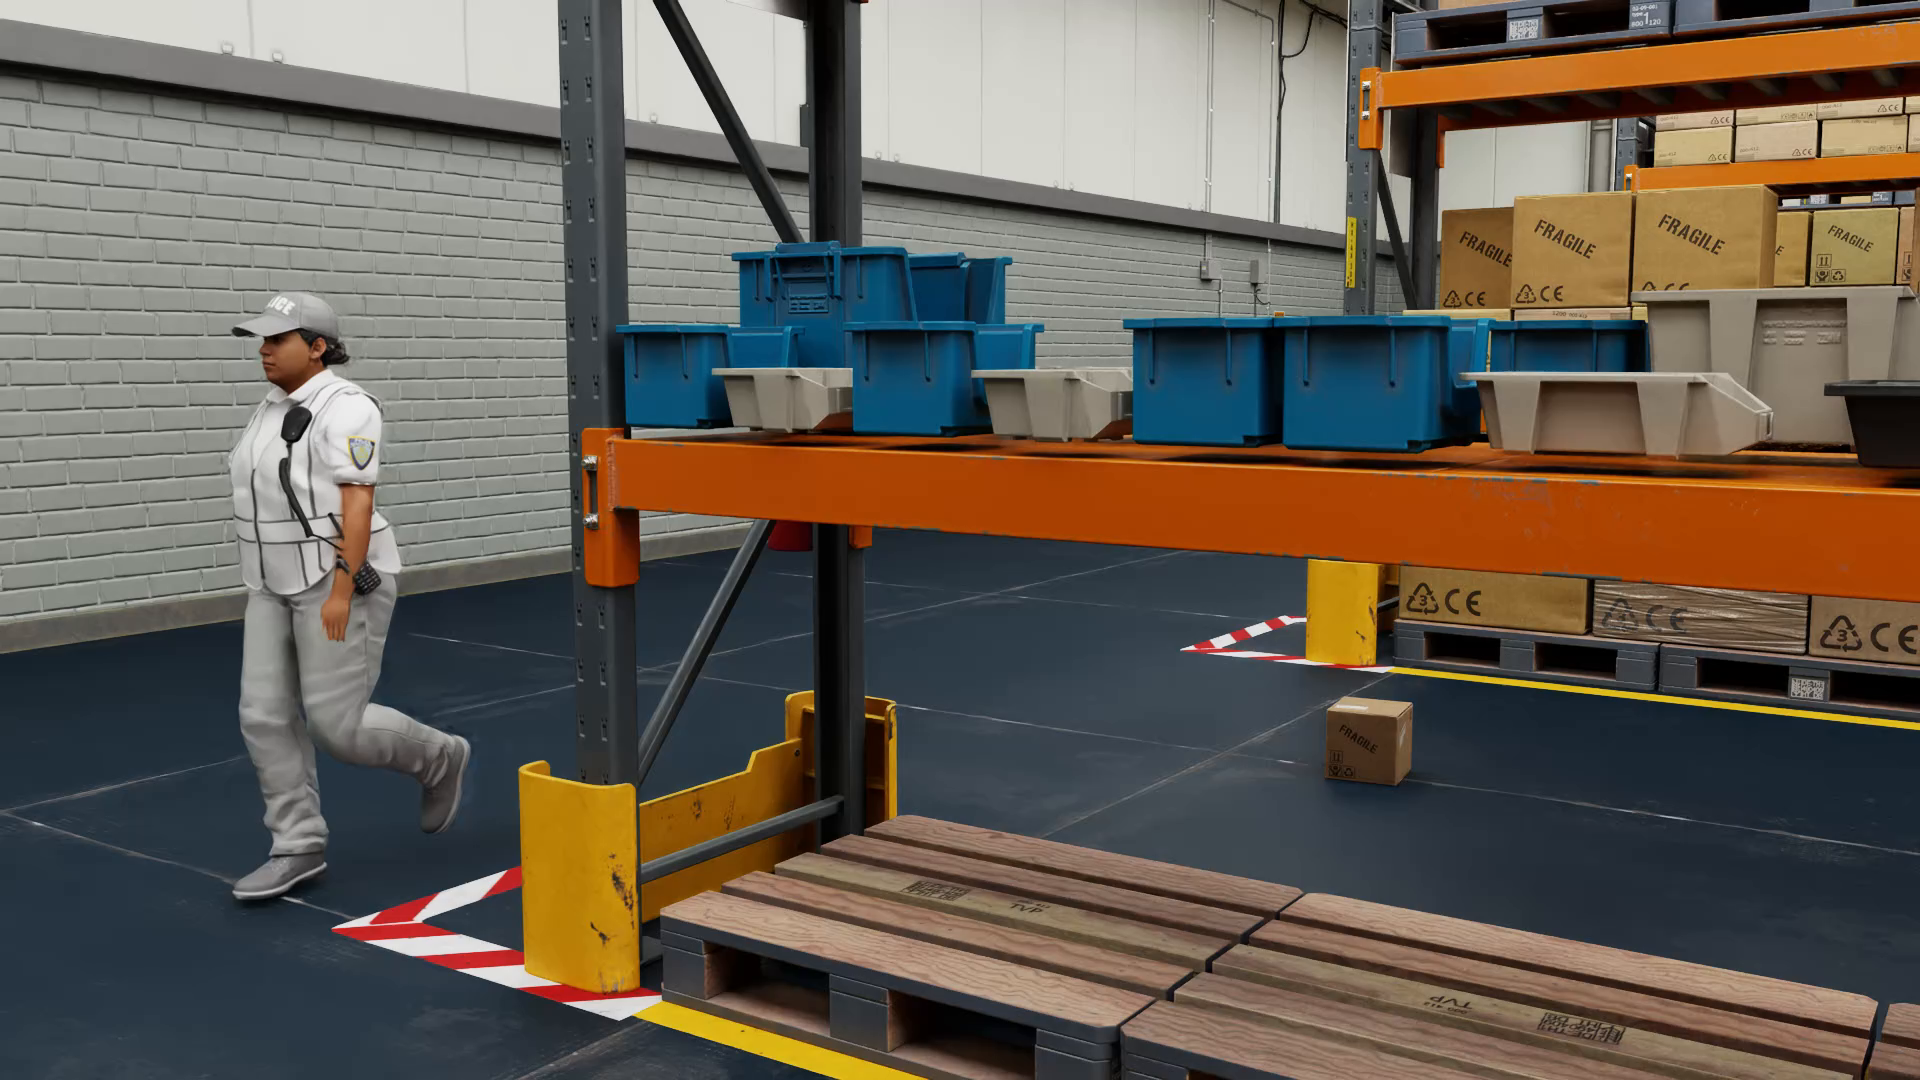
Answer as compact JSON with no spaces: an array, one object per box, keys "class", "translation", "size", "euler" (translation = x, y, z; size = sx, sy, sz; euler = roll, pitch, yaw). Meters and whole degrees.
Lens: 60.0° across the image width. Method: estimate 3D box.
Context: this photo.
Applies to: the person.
[{"class":"person","translation":[-1.766,0.133,4.683],"size":[0.477,1.644,0.676],"euler":[4,8,32]}]
